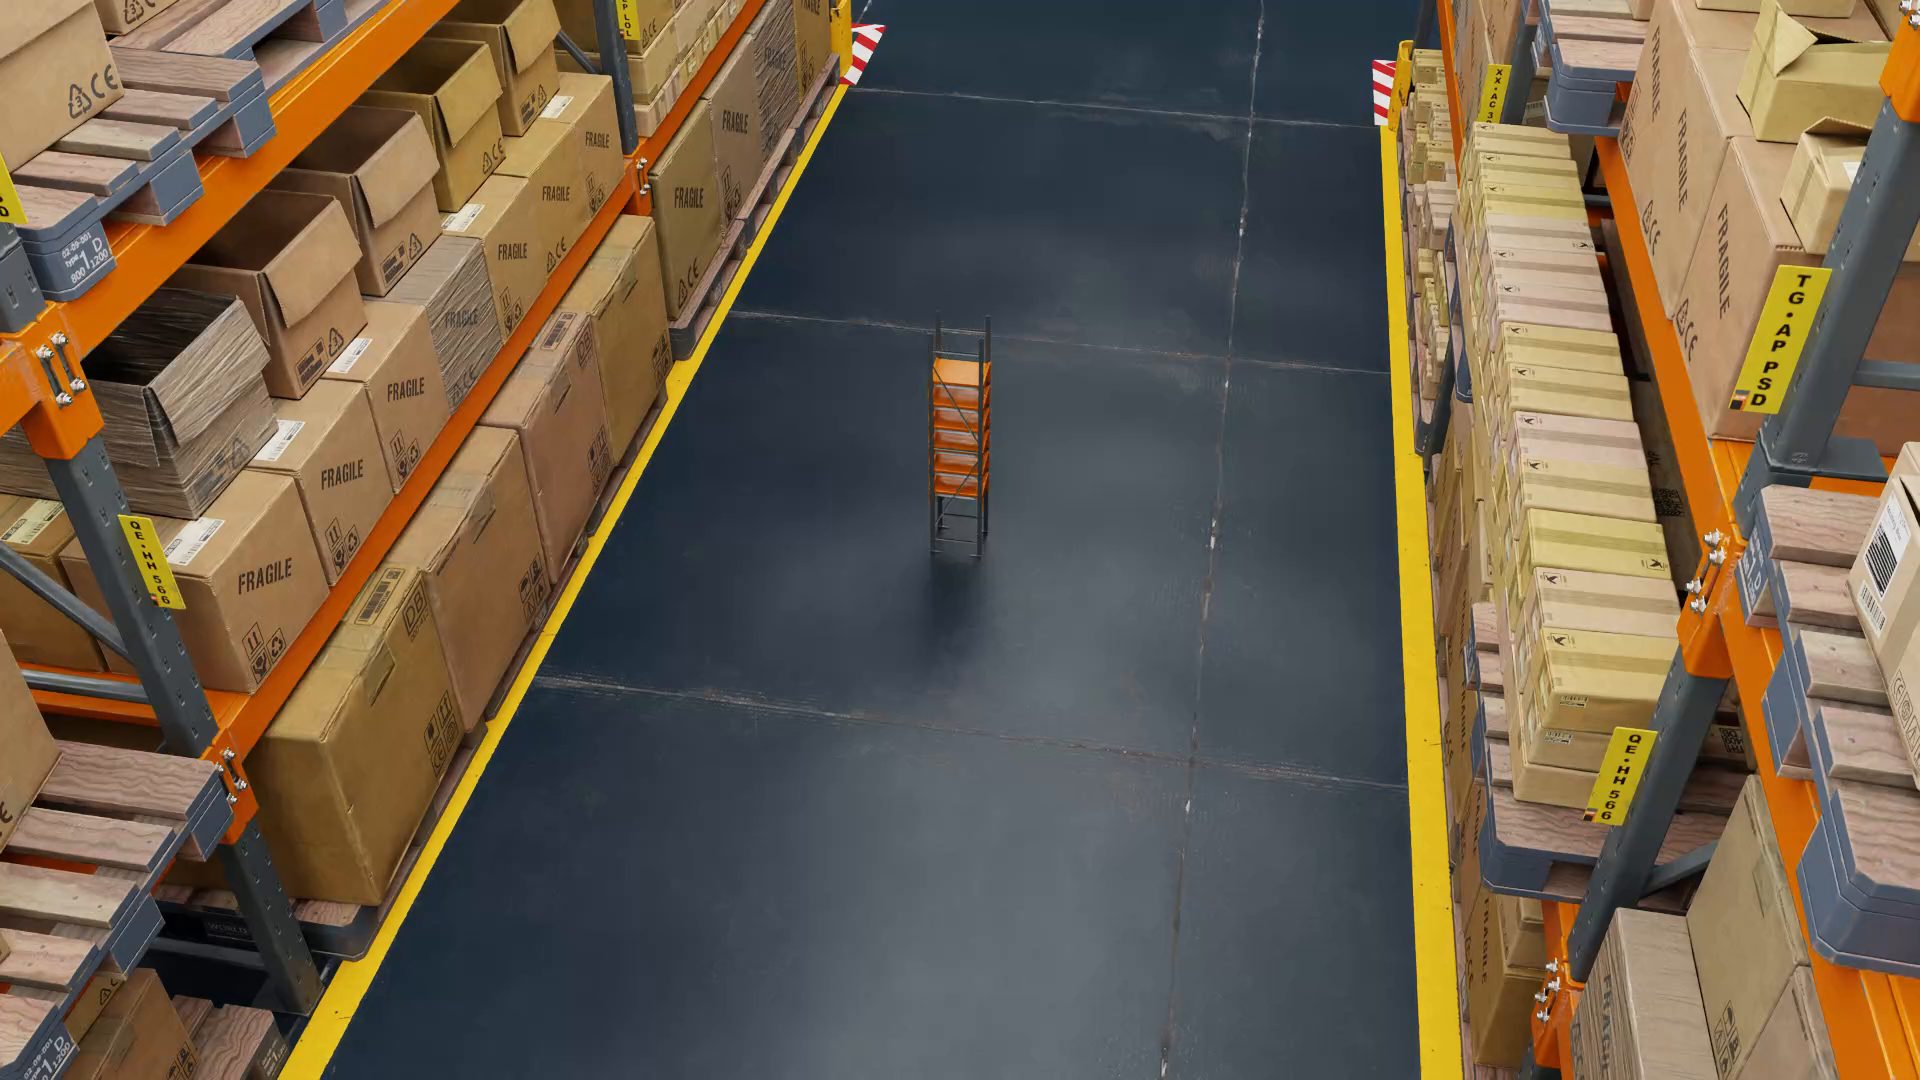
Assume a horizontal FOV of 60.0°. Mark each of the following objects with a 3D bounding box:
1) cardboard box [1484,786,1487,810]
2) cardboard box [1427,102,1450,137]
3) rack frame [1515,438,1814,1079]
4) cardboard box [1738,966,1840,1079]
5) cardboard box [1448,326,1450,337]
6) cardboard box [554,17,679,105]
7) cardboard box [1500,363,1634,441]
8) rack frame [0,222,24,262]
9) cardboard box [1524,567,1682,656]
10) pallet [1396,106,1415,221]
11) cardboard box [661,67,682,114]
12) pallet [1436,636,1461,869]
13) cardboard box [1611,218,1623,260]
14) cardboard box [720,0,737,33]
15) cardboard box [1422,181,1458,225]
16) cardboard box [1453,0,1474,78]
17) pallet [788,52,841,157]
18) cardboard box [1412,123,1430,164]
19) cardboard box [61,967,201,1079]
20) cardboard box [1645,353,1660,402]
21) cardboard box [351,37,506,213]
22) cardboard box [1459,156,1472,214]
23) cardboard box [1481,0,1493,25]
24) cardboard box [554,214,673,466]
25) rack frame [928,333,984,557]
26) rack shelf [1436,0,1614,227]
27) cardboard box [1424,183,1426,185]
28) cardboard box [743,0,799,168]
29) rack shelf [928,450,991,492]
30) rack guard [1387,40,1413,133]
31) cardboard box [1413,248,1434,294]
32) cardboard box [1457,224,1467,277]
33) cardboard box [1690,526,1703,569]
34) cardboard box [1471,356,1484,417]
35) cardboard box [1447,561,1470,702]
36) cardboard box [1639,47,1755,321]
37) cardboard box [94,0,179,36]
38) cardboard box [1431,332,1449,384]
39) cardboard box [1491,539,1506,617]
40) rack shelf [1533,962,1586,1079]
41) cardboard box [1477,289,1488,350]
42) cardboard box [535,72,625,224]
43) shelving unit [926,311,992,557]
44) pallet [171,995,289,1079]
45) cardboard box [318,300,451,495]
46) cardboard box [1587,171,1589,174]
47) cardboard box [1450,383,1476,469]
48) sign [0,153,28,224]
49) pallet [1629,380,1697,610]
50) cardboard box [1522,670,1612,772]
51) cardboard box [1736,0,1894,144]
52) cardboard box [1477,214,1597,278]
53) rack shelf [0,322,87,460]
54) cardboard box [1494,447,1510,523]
[{"bbox_3d":[2.046,0.772,5.603,0.500,0.250,0.500,7,40,8],"label":"cardboard box"},{"bbox_3d":[3.008,-2.491,9.946,0.380,0.149,0.250,5,40,5],"label":"cardboard box"},{"bbox_3d":[2.110,1.036,4.240,1.000,3.000,0.127,6,40,8],"label":"rack frame"},{"bbox_3d":[1.936,1.210,3.166,0.700,0.500,0.500,6,40,7],"label":"cardboard box"},{"bbox_3d":[2.607,-1.019,8.166,0.380,0.149,0.250,7,40,9],"label":"cardboard box"},{"bbox_3d":[-1.727,-2.408,8.289,0.500,0.250,0.500,6,40,7],"label":"cardboard box"},{"bbox_3d":[1.969,-0.428,5.411,0.380,0.149,0.250,8,40,10],"label":"cardboard box"},{"bbox_3d":[-2.758,-1.887,3.067,1.000,3.000,0.127,6,40,8],"label":"rack frame"},{"bbox_3d":[1.789,0.226,4.620,0.380,0.149,0.250,6,40,7],"label":"cardboard box"},{"bbox_3d":[3.305,-2.357,10.531,1.003,0.211,1.213,6,40,8],"label":"pallet"},{"bbox_3d":[-1.642,-2.302,8.474,0.380,0.149,0.250,5,40,6],"label":"cardboard box"},{"bbox_3d":[2.460,0.857,6.645,1.003,0.211,1.213,6,40,8],"label":"pallet"},{"bbox_3d":[2.928,-1.269,6.895,0.380,0.149,0.250,6,40,7],"label":"cardboard box"},{"bbox_3d":[-1.463,-2.951,9.259,0.380,0.149,0.250,7,40,8],"label":"cardboard box"},{"bbox_3d":[2.760,-1.846,9.166,0.380,0.149,0.250,5,40,6],"label":"cardboard box"},{"bbox_3d":[2.786,-2.600,8.326,0.500,0.500,0.500,6,40,7],"label":"cardboard box"},{"bbox_3d":[-1.435,-3.010,11.322,1.003,0.211,1.213,6,40,8],"label":"pallet"},{"bbox_3d":[2.941,-2.384,10.051,0.380,0.149,0.250,8,40,9],"label":"cardboard box"},{"bbox_3d":[-2.854,1.642,5.123,0.700,0.500,0.500,4,40,5],"label":"cardboard box"},{"bbox_3d":[2.752,-0.617,6.106,0.380,0.149,0.250,5,40,6],"label":"cardboard box"},{"bbox_3d":[-2.298,-1.679,6.658,0.797,0.503,0.637,7,40,8],"label":"cardboard box"},{"bbox_3d":[2.281,-1.458,6.890,0.380,0.149,0.250,7,40,8],"label":"cardboard box"},{"bbox_3d":[2.701,-2.663,7.617,0.500,0.500,0.500,5,40,6],"label":"cardboard box"},{"bbox_3d":[-2.157,-1.024,8.069,1.225,0.875,0.875,7,40,8],"label":"cardboard box"},{"bbox_3d":[-0.018,-0.396,7.384,0.240,1.200,0.006,6,40,8],"label":"rack frame"},{"bbox_3d":[3.148,-2.452,9.024,1.077,0.370,4.000,6,40,8],"label":"rack shelf"},{"bbox_3d":[2.985,-2.106,9.947,0.380,0.149,0.250,6,40,8],"label":"cardboard box"},{"bbox_3d":[-1.563,-2.957,10.407,0.875,0.875,0.875,6,40,8],"label":"cardboard box"},{"bbox_3d":[-0.002,-0.327,7.558,0.258,0.103,0.180,6,40,8],"label":"rack shelf"},{"bbox_3d":[3.481,-2.974,11.051,1.175,0.500,0.348,6,40,8],"label":"rack guard"},{"bbox_3d":[2.713,-1.471,9.180,0.380,0.149,0.250,6,40,8],"label":"cardboard box"},{"bbox_3d":[2.238,-1.168,6.774,0.380,0.149,0.250,7,40,8],"label":"cardboard box"},{"bbox_3d":[2.568,0.038,5.315,0.380,0.149,0.250,8,40,9],"label":"cardboard box"},{"bbox_3d":[2.060,-0.523,5.993,0.380,0.149,0.250,6,40,7],"label":"cardboard box"},{"bbox_3d":[2.245,0.424,6.612,0.500,0.500,0.500,7,40,8],"label":"cardboard box"},{"bbox_3d":[2.032,-0.860,4.101,0.500,0.500,0.500,6,40,8],"label":"cardboard box"},{"bbox_3d":[-2.661,-1.873,4.996,0.500,0.500,0.500,8,40,10],"label":"cardboard box"},{"bbox_3d":[2.543,-0.885,8.238,0.380,0.149,0.250,7,40,9],"label":"cardboard box"},{"bbox_3d":[1.878,0.137,5.194,0.380,0.149,0.250,6,40,7],"label":"cardboard box"},{"bbox_3d":[1.764,2.568,2.951,1.077,0.370,4.000,6,40,8],"label":"rack shelf"},{"bbox_3d":[2.105,-0.800,6.095,0.380,0.149,0.250,8,40,9],"label":"cardboard box"},{"bbox_3d":[-1.878,-1.800,7.591,0.500,0.500,0.500,7,40,8],"label":"cardboard box"},{"bbox_3d":[-0.002,-0.453,7.454,0.258,1.200,0.189,6,40,8],"label":"shelving unit"},{"bbox_3d":[-2.895,1.990,5.274,1.003,0.211,1.213,6,40,8],"label":"pallet"},{"bbox_3d":[-2.234,-0.534,6.060,0.500,0.500,0.500,6,40,7],"label":"cardboard box"},{"bbox_3d":[3.139,-1.863,7.943,0.380,0.149,0.250,5,40,6],"label":"cardboard box"},{"bbox_3d":[2.414,-0.527,7.174,0.500,0.250,0.500,5,40,6],"label":"cardboard box"},{"bbox_3d":[-2.224,-0.869,3.784,0.100,0.325,0.005,6,40,8],"label":"sign"},{"bbox_3d":[2.412,-0.137,5.809,1.003,0.211,1.213,6,40,8],"label":"pallet"},{"bbox_3d":[1.747,0.496,4.527,0.380,0.149,0.250,7,40,9],"label":"cardboard box"},{"bbox_3d":[1.998,-1.060,3.741,0.396,0.266,0.258,6,40,8],"label":"cardboard box"},{"bbox_3d":[2.146,-1.080,6.199,0.380,0.149,0.250,6,40,7],"label":"cardboard box"},{"bbox_3d":[-3.104,0.802,2.734,1.077,0.370,4.000,6,40,8],"label":"rack shelf"},{"bbox_3d":[1.923,-0.150,5.309,0.380,0.149,0.250,6,40,7],"label":"cardboard box"}]
